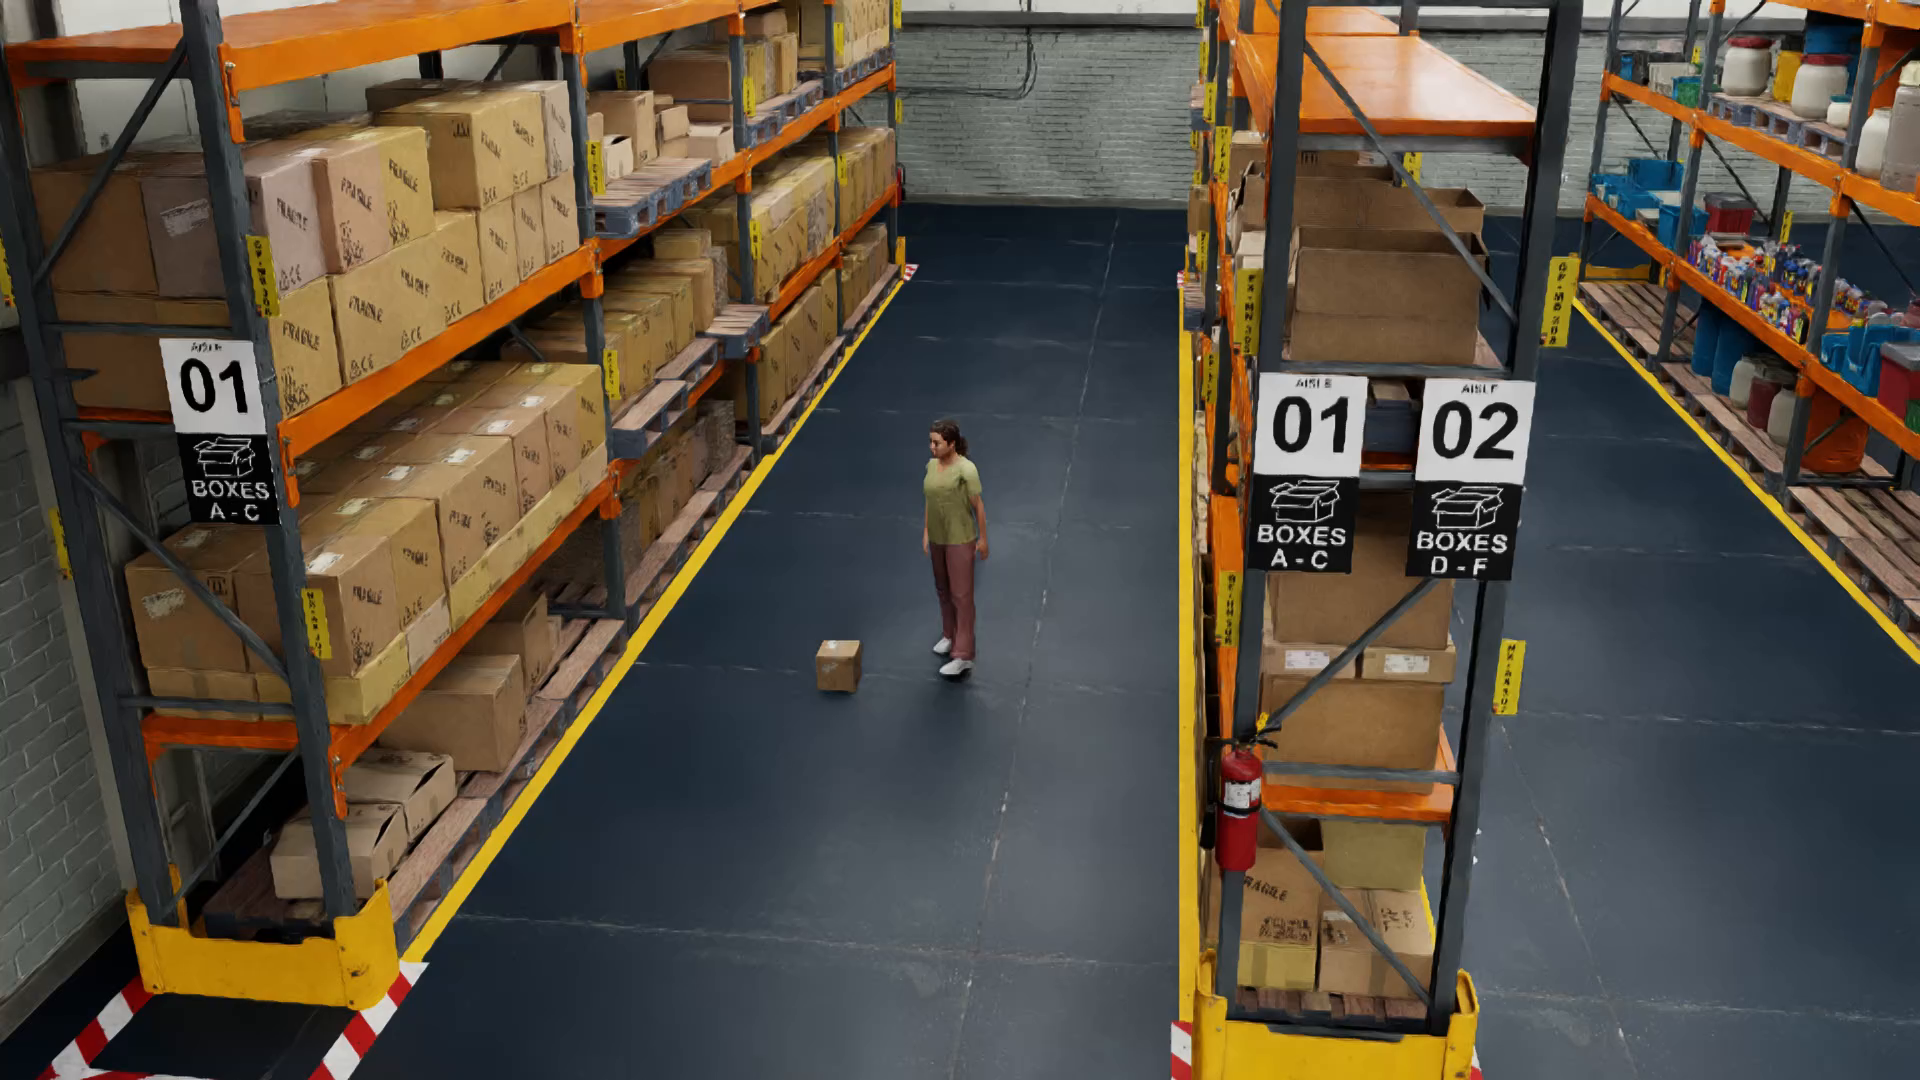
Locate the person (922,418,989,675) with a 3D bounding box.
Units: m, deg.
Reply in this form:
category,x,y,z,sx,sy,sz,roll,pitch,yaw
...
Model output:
category,x,y,z,sx,sy,sz,roll,pitch,yaw
person,-0.087,0.025,10.993,0.559,1.675,0.599,19,28,39
